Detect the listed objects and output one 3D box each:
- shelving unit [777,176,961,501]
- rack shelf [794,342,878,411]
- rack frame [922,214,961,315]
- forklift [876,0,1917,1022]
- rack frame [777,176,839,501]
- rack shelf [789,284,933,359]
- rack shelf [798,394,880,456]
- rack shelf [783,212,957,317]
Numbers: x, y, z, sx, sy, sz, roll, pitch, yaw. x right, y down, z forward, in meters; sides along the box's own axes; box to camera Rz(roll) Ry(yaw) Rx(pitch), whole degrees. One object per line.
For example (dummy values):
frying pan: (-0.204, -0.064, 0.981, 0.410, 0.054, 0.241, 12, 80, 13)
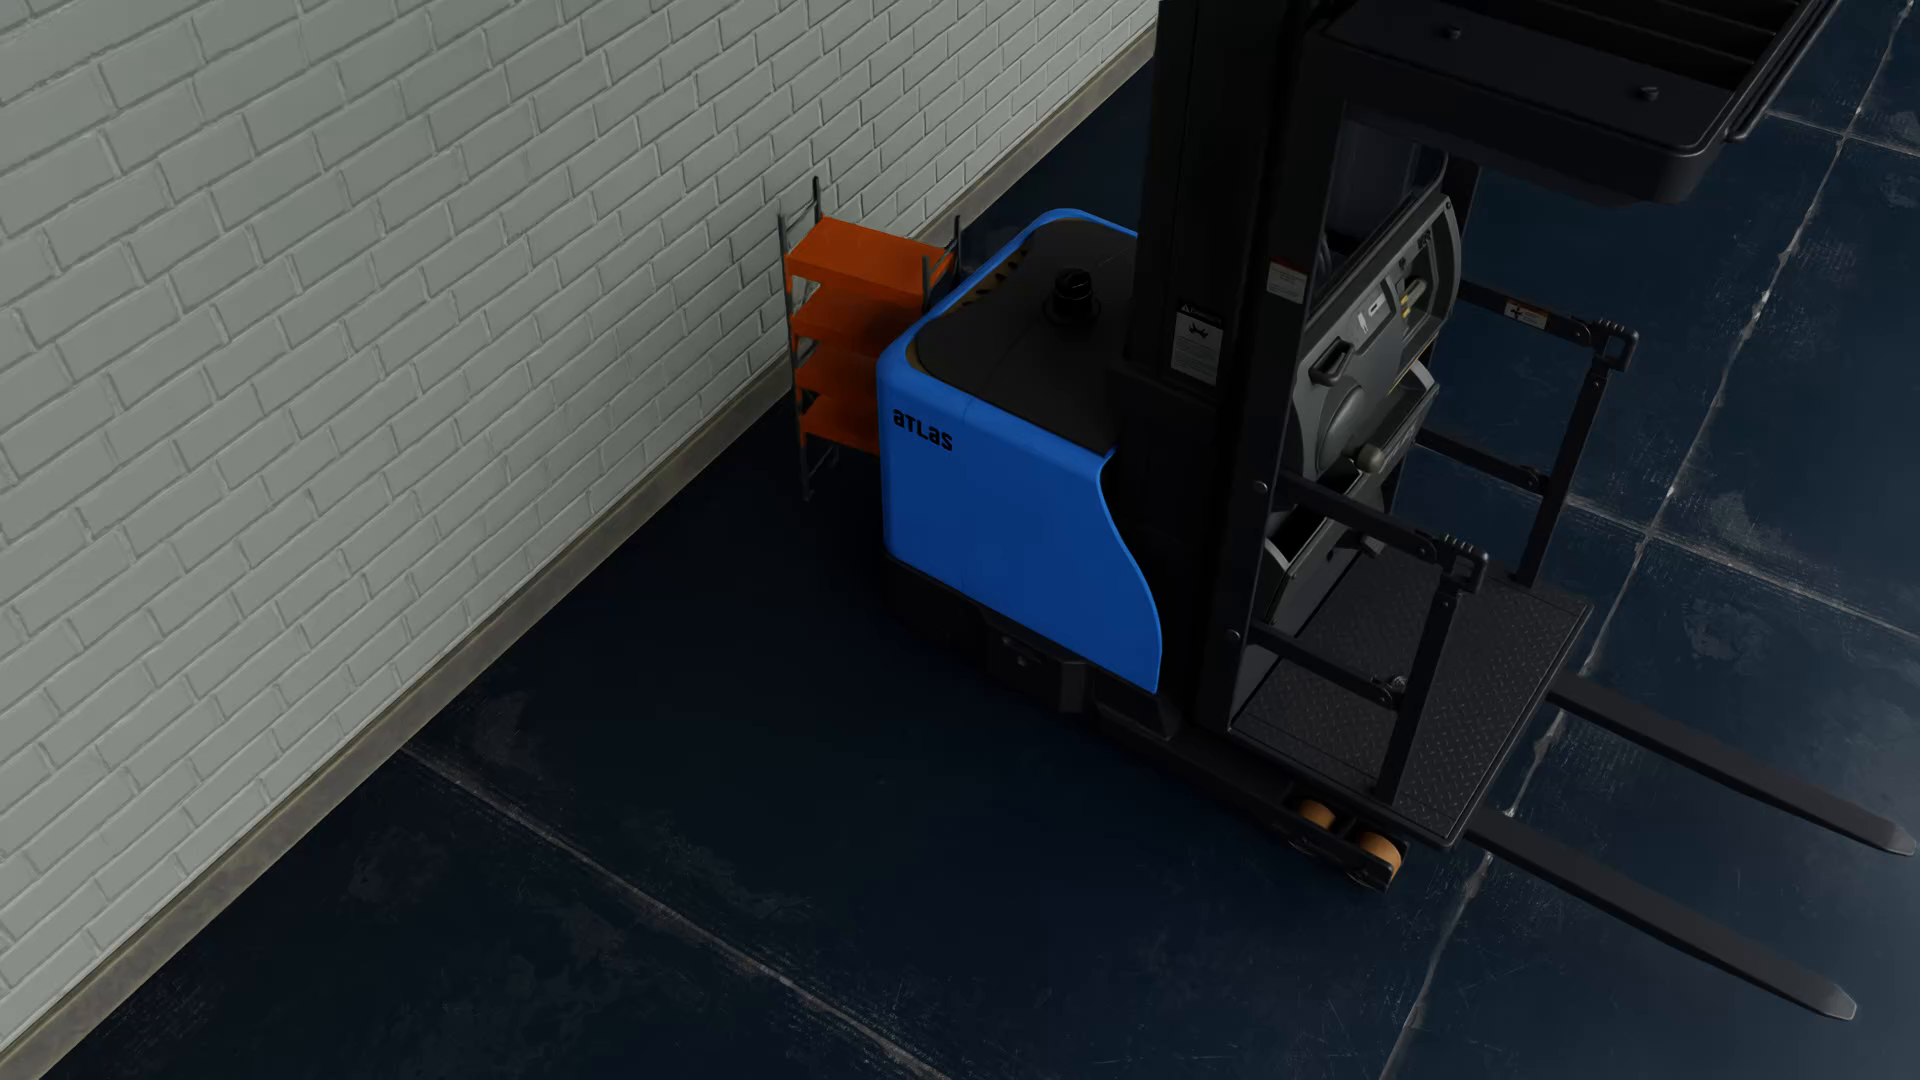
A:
shelving unit: (-0.274, -0.563, 5.460, 0.503, 1.200, 0.258, 19, 49, 17)
rack shelf: (-0.274, -0.516, 5.508, 0.480, 0.148, 0.258, 19, 49, 17)
rack frame: (-0.054, -0.489, 5.388, 0.015, 1.200, 0.240, 19, 49, 17)
forklift: (1.236, -0.462, 4.155, 3.031, 2.935, 1.130, 27, 52, 24)
rack frame: (-0.495, -0.637, 5.532, 0.015, 1.200, 0.240, 19, 49, 17)
rack shelf: (-0.275, -0.672, 5.348, 0.480, 0.148, 0.258, 19, 49, 17)
rack shelf: (-0.274, -0.377, 5.651, 0.480, 0.148, 0.258, 19, 49, 17)
rack shelf: (-0.275, -0.837, 5.178, 0.480, 0.148, 0.258, 19, 49, 17)
